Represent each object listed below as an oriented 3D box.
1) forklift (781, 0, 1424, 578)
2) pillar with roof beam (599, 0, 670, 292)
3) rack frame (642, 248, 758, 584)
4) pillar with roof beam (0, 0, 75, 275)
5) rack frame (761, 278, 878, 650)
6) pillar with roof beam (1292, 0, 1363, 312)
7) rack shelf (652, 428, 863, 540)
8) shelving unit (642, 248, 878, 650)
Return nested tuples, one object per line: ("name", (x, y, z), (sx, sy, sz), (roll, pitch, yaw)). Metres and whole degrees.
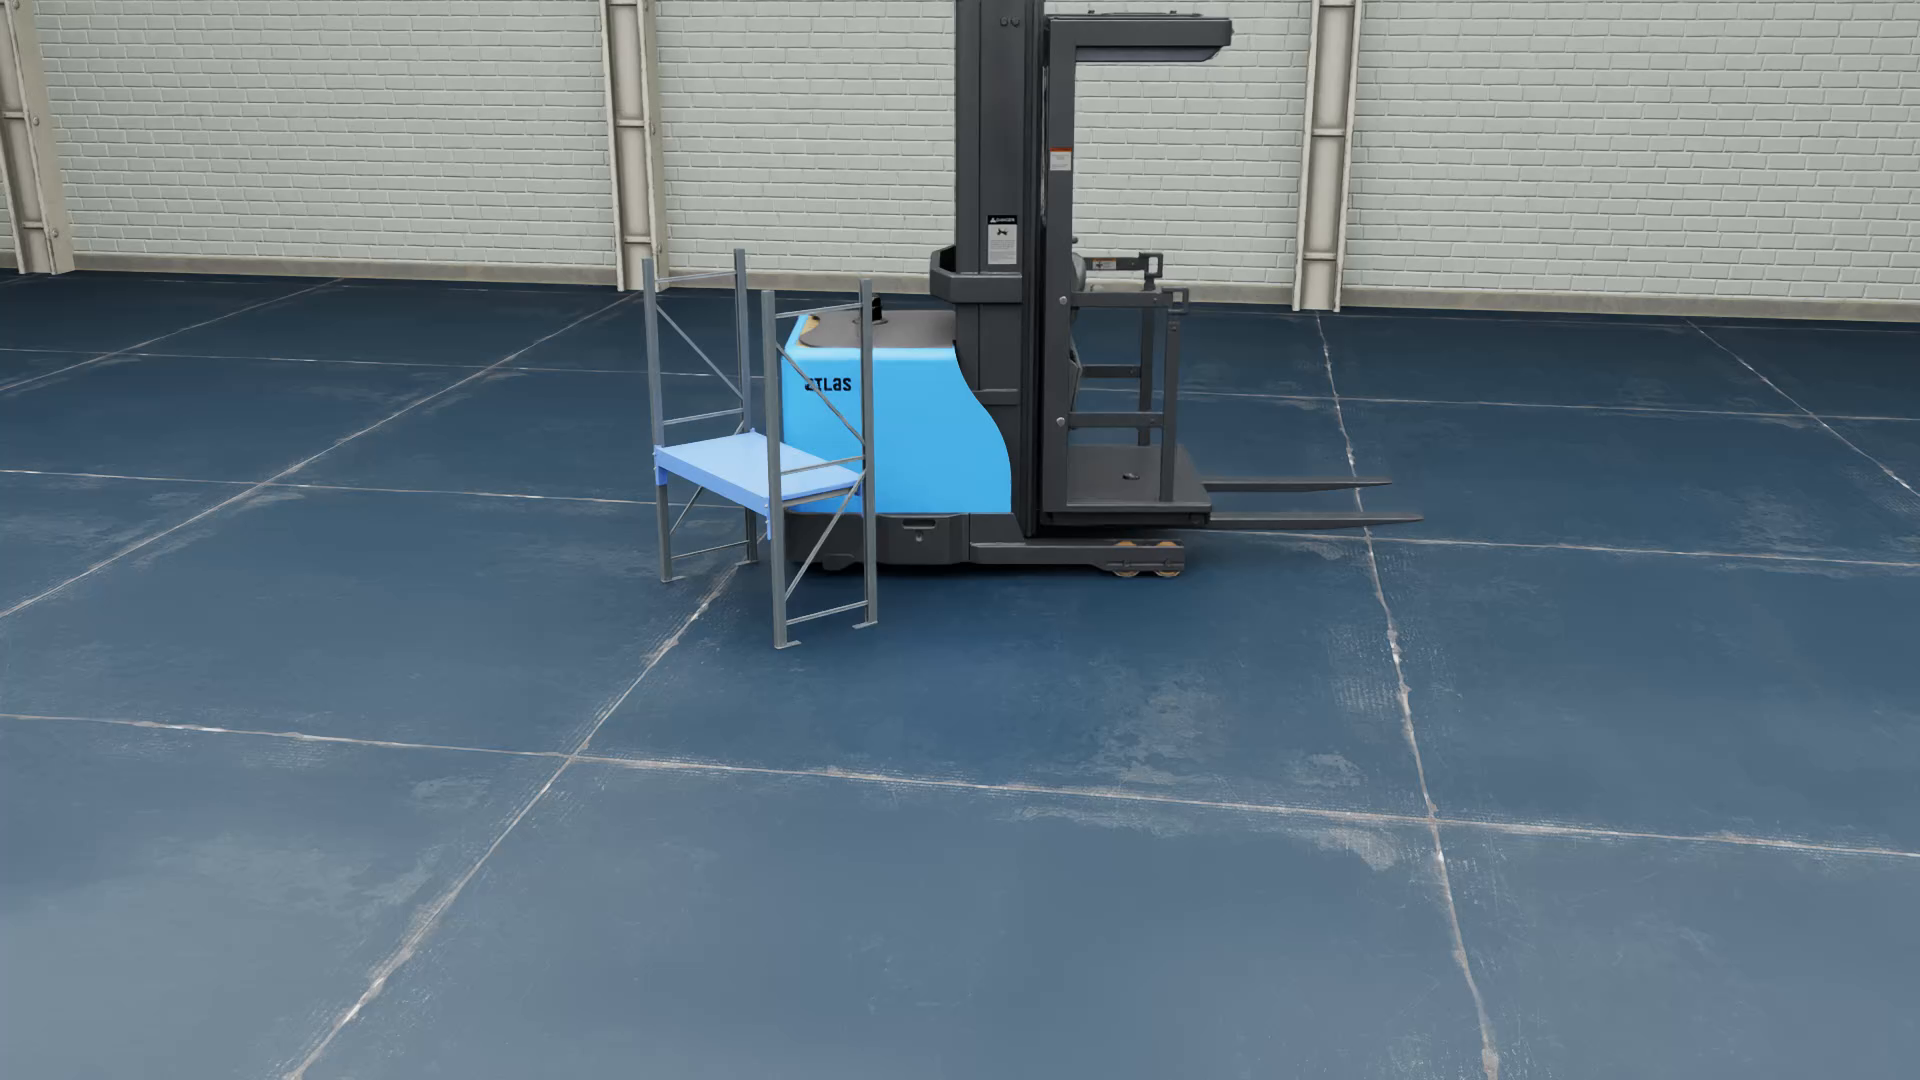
("forklift", (0.690, -1.383, 7.818), (3.031, 2.935, 1.130), (0, 18, 0))
("pillar with roof beam", (-3.560, -5.210, 9.692), (0.400, 9.000, 9.100), (3, 19, 9))
("rack frame", (-1.180, -0.561, 7.616), (0.500, 1.500, 0.032), (-13, 23, -35))
("pillar with roof beam", (-9.484, -5.512, 10.594), (0.400, 9.000, 9.100), (3, 19, 9))
("rack frame", (-0.567, -0.303, 6.846), (0.500, 1.500, 0.032), (-13, 23, -35))
("pillar with roof beam", (2.364, -4.908, 8.789), (0.400, 9.000, 9.100), (3, 19, 9))
("rack shelf", (-0.873, -0.262, 7.288), (0.538, 0.185, 1.000), (-13, 23, -35))
("shelving unit", (-0.873, -0.432, 7.231), (0.538, 1.500, 1.048), (-13, 23, -35))
